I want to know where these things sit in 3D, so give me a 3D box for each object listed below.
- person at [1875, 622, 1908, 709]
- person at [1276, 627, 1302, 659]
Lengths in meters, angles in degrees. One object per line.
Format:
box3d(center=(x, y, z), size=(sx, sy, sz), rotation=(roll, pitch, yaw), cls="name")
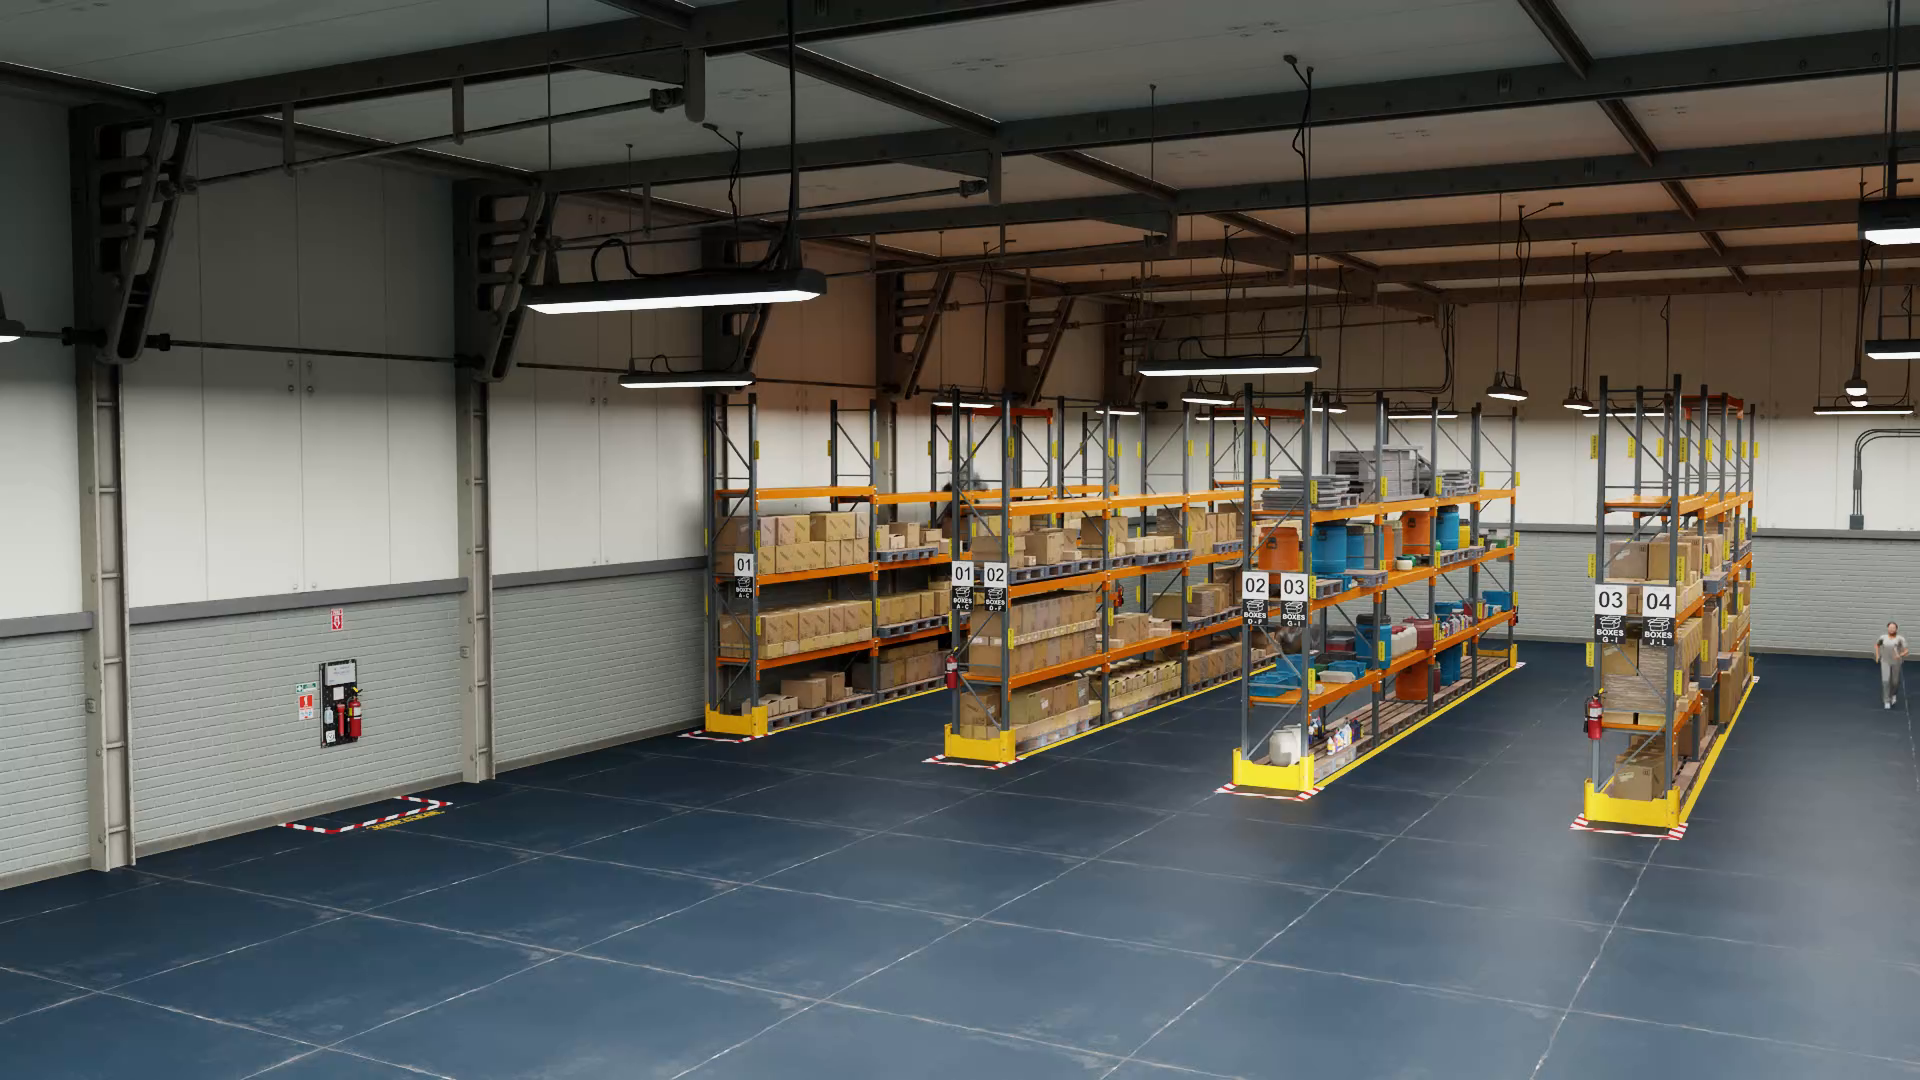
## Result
box3d(center=(18.090, 2.409, 32.315), size=(0.585, 1.653, 0.937), rotation=(2, 4, 32), cls="person")
box3d(center=(6.544, 2.370, 32.848), size=(0.646, 1.712, 0.927), rotation=(1, 3, 15), cls="person")
